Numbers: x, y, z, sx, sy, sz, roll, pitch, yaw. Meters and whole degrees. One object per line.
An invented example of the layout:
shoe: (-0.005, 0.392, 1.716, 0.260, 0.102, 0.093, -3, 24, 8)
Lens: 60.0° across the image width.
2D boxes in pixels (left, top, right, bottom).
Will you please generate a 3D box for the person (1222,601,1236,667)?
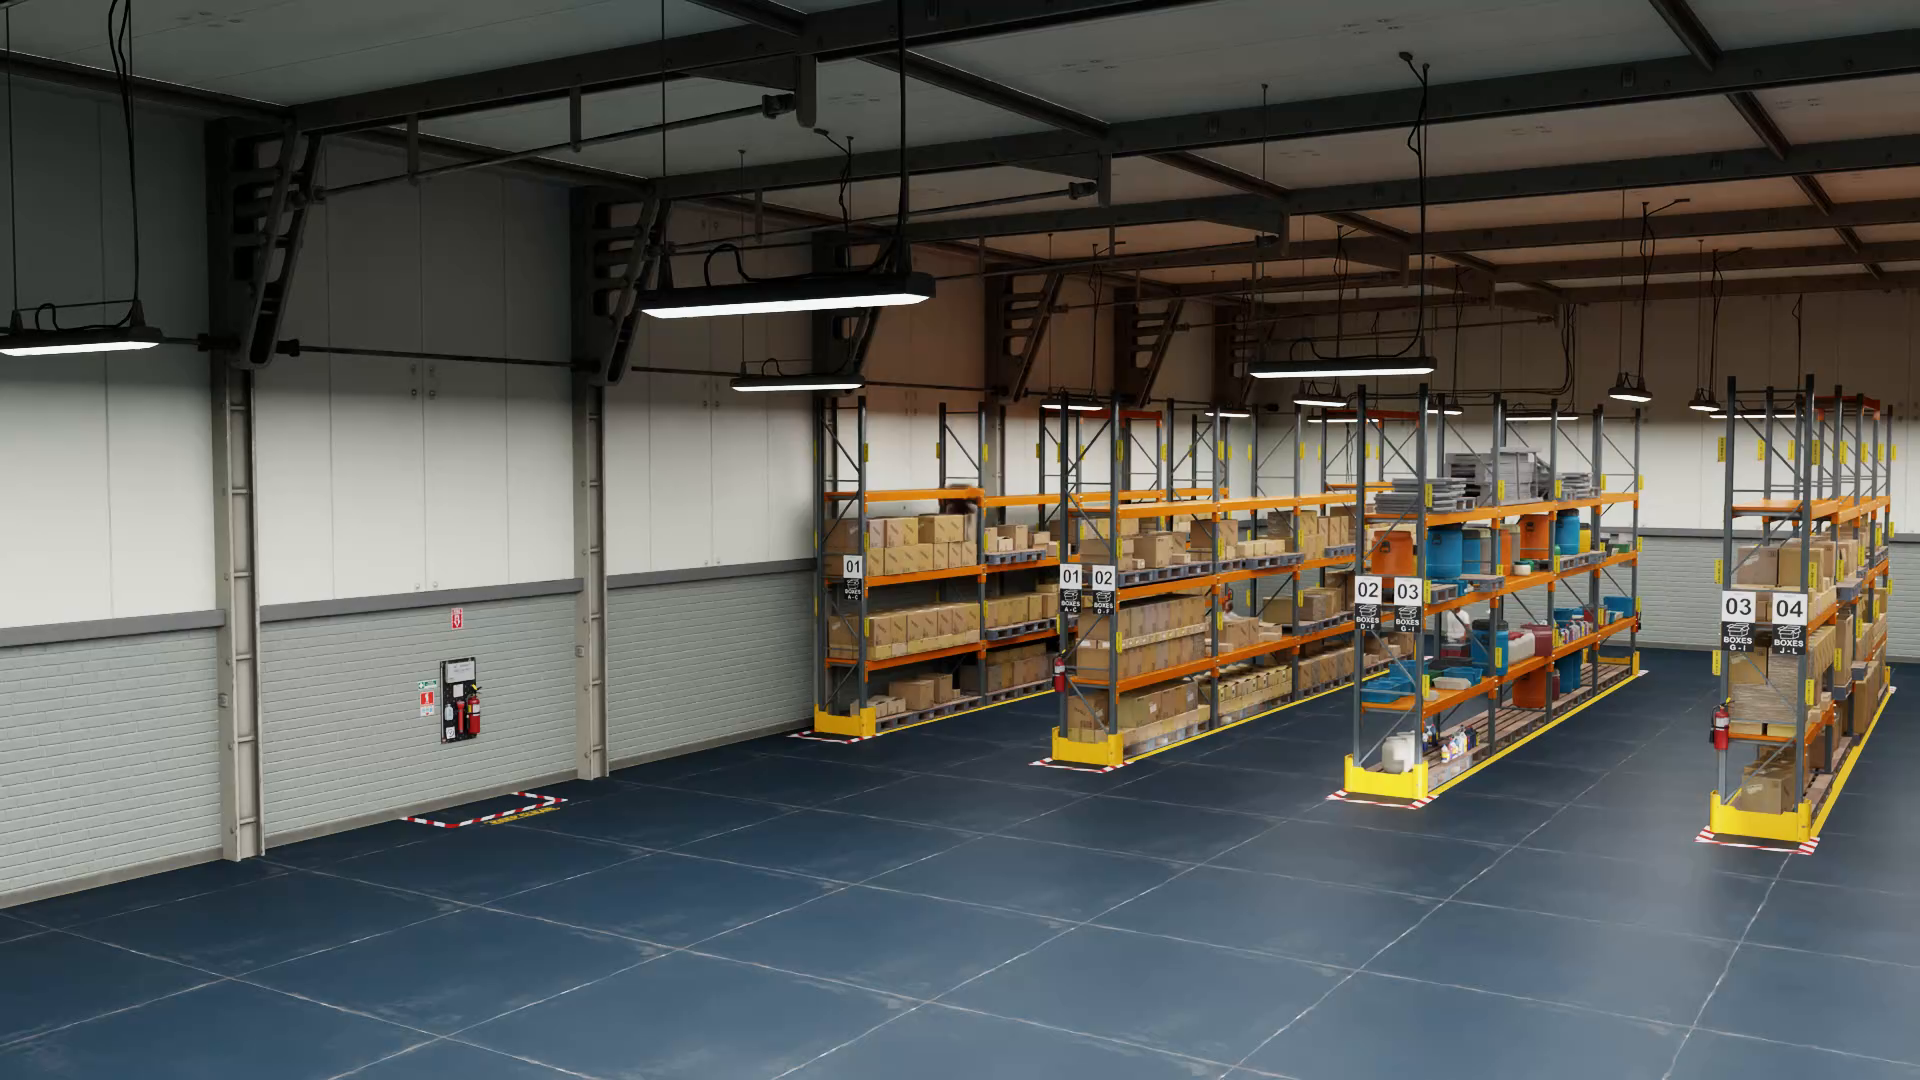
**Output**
person: (6.164, 2.195, 38.158, 0.426, 1.590, 0.479, 2, 3, 27)

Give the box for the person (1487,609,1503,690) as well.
person: (11.131, 2.277, 35.005, 0.615, 1.763, 0.546, 1, 3, 22)

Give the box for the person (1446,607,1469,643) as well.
person: (11.224, 2.177, 37.569, 0.566, 1.724, 1.080, 2, 3, 29)
